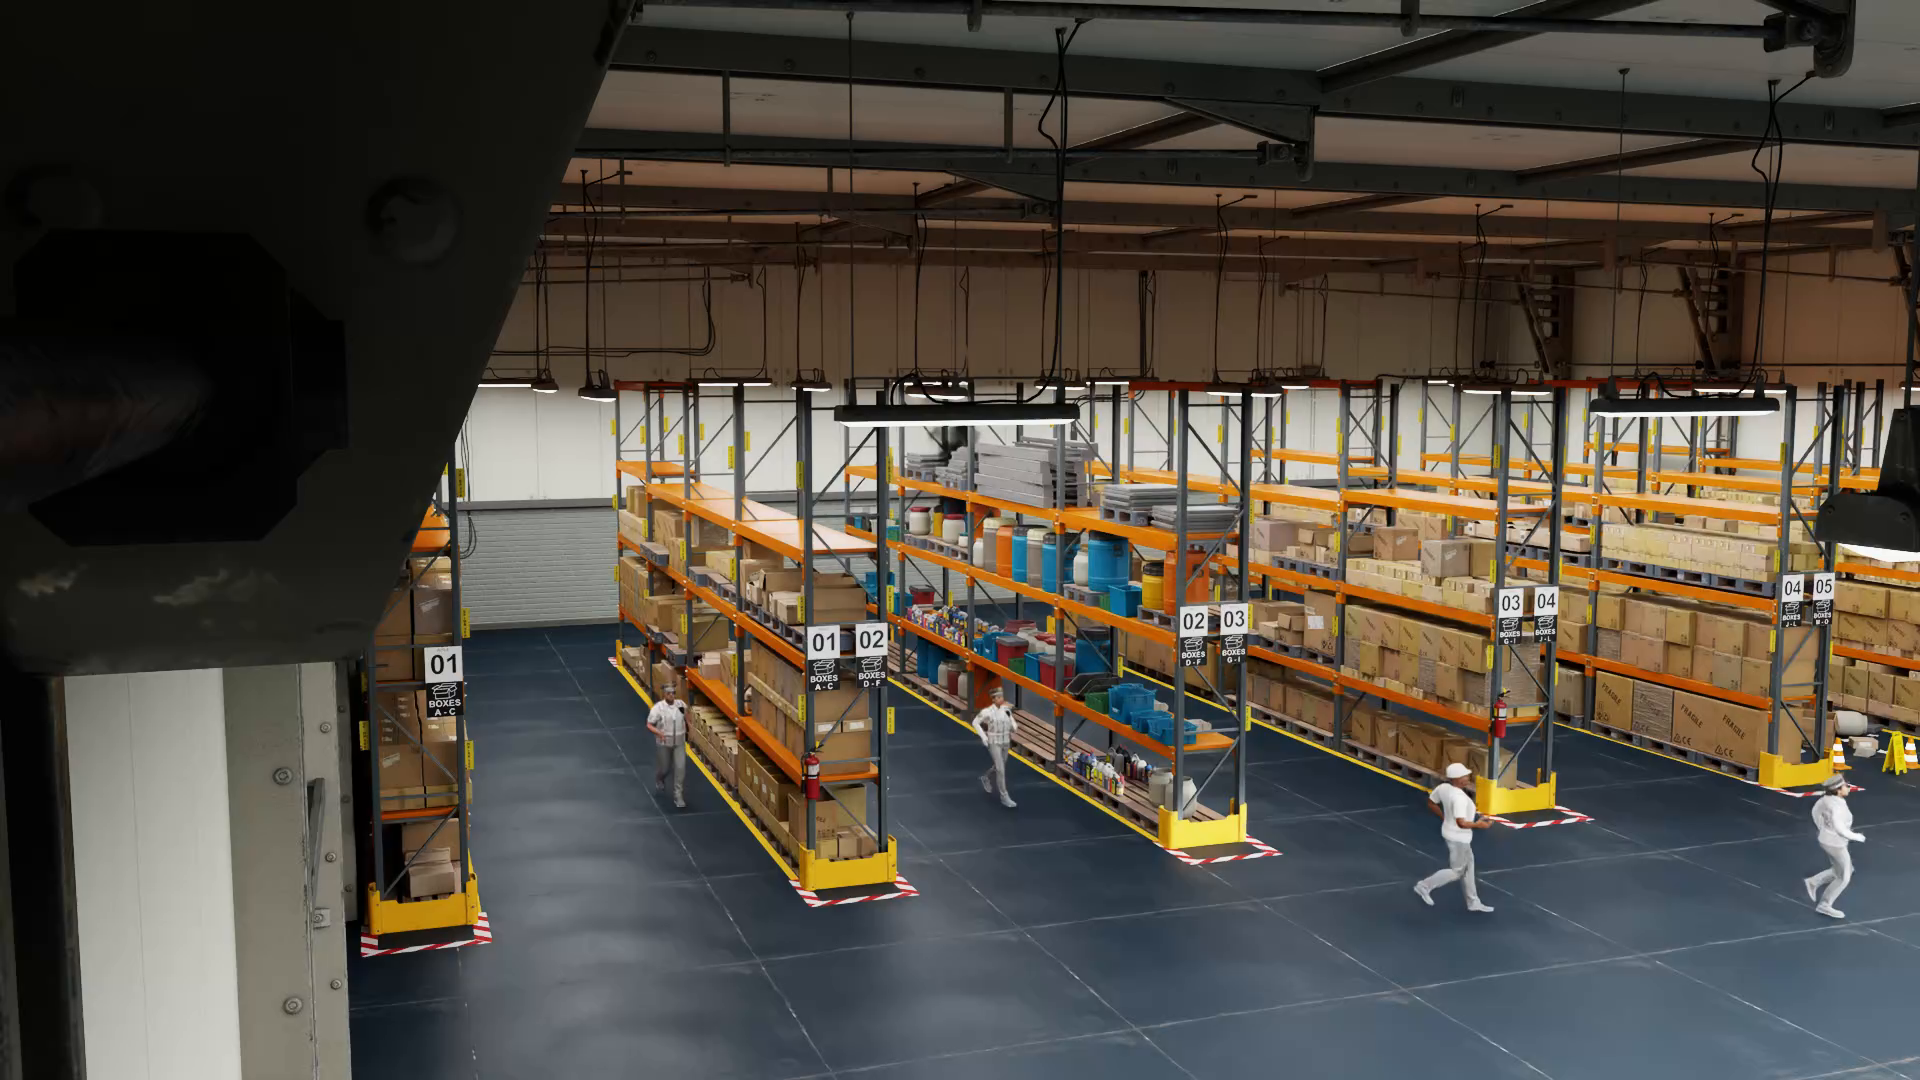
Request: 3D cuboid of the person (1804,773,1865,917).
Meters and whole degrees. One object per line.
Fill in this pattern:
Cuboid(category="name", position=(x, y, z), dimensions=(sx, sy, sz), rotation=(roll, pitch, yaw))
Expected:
Cuboid(category="person", position=(10.055, 3.496, 19.096), dimensions=(0.561, 1.661, 0.658), rotation=(1, 6, 13))

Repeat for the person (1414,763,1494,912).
Cuboid(category="person", position=(5.695, 3.430, 19.111), dimensions=(0.952, 1.762, 0.702), rotation=(0, 6, 1))

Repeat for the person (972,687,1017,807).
Cuboid(category="person", position=(0.539, 2.941, 23.988), dimensions=(0.614, 1.671, 0.937), rotation=(-4, 8, -36))

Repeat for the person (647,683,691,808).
Cuboid(category="person", position=(-4.182, 2.918, 24.017), dimensions=(0.673, 1.770, 0.919), rotation=(-3, 7, -25))
